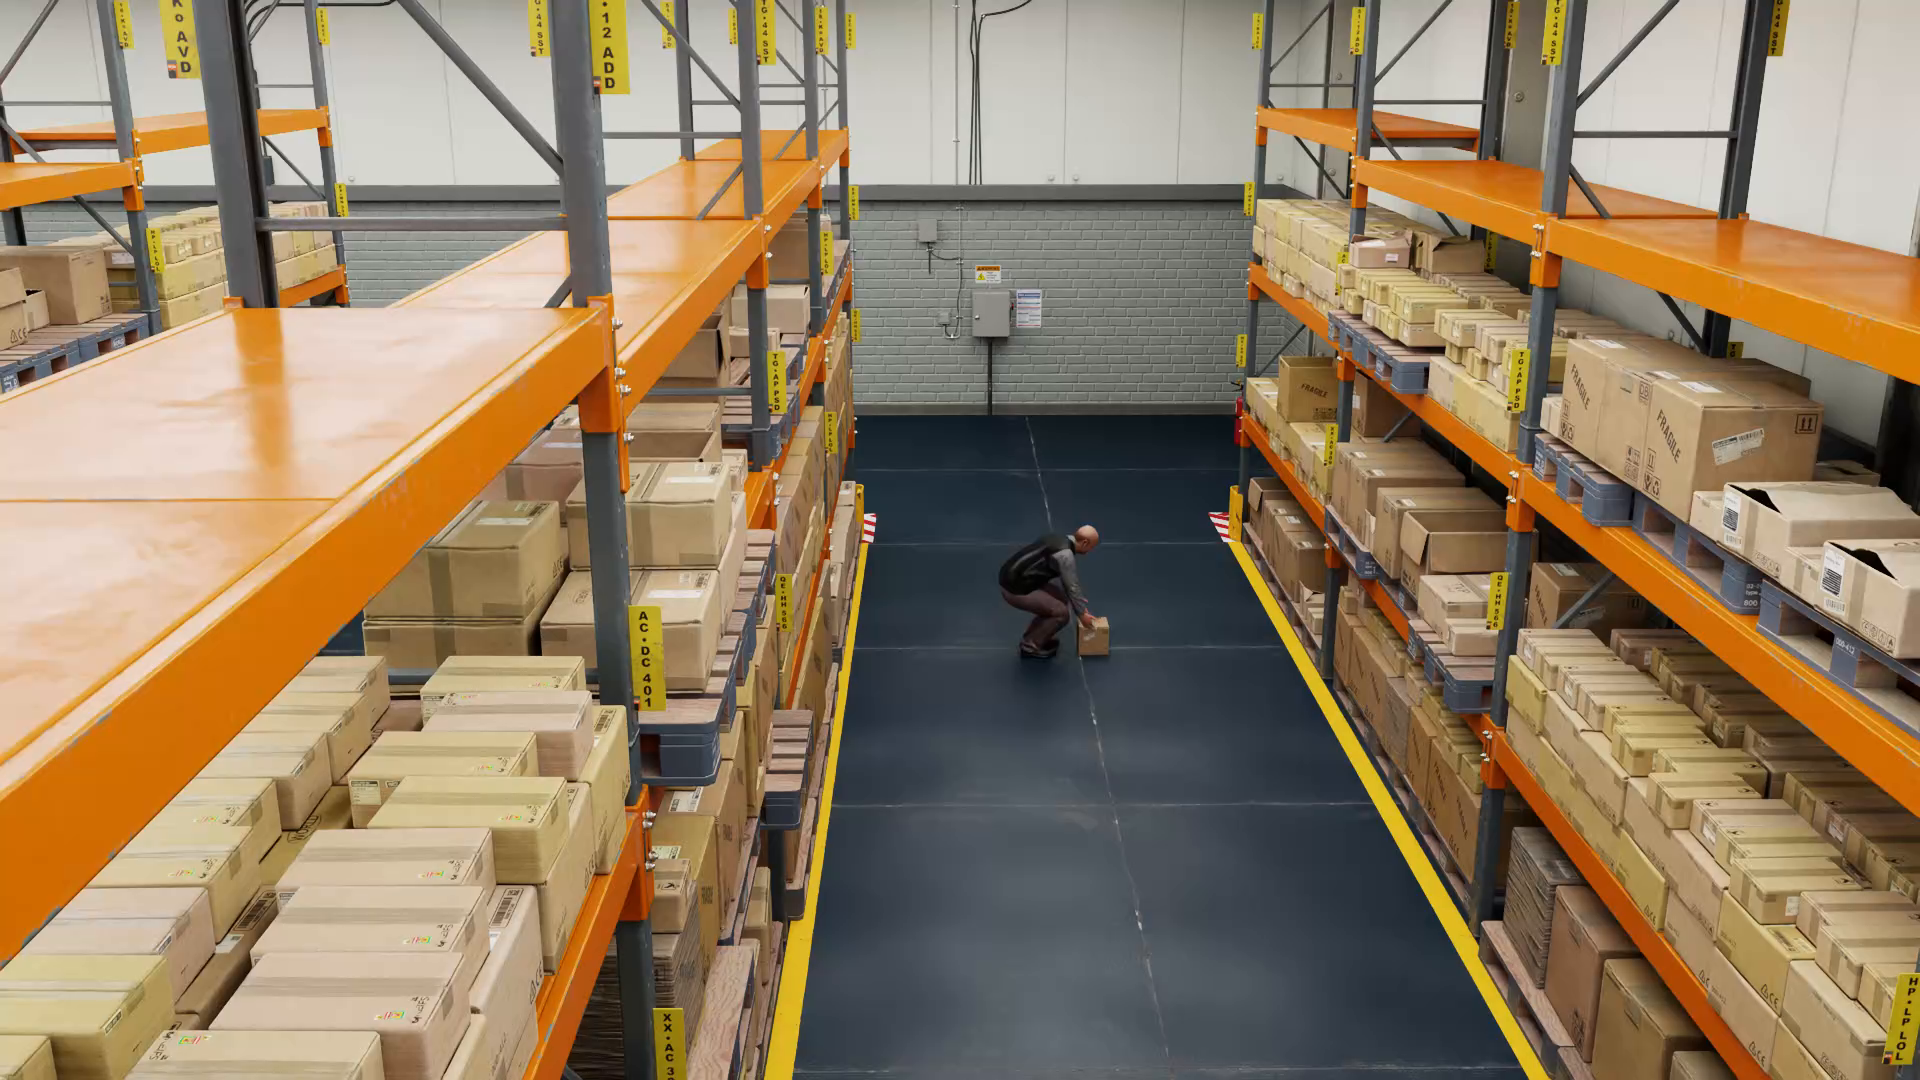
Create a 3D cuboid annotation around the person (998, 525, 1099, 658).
[{"bbox_3d":[0.737,0.407,13.933,0.837,1.083,0.559,0,17,-1],"label":"person"}]
